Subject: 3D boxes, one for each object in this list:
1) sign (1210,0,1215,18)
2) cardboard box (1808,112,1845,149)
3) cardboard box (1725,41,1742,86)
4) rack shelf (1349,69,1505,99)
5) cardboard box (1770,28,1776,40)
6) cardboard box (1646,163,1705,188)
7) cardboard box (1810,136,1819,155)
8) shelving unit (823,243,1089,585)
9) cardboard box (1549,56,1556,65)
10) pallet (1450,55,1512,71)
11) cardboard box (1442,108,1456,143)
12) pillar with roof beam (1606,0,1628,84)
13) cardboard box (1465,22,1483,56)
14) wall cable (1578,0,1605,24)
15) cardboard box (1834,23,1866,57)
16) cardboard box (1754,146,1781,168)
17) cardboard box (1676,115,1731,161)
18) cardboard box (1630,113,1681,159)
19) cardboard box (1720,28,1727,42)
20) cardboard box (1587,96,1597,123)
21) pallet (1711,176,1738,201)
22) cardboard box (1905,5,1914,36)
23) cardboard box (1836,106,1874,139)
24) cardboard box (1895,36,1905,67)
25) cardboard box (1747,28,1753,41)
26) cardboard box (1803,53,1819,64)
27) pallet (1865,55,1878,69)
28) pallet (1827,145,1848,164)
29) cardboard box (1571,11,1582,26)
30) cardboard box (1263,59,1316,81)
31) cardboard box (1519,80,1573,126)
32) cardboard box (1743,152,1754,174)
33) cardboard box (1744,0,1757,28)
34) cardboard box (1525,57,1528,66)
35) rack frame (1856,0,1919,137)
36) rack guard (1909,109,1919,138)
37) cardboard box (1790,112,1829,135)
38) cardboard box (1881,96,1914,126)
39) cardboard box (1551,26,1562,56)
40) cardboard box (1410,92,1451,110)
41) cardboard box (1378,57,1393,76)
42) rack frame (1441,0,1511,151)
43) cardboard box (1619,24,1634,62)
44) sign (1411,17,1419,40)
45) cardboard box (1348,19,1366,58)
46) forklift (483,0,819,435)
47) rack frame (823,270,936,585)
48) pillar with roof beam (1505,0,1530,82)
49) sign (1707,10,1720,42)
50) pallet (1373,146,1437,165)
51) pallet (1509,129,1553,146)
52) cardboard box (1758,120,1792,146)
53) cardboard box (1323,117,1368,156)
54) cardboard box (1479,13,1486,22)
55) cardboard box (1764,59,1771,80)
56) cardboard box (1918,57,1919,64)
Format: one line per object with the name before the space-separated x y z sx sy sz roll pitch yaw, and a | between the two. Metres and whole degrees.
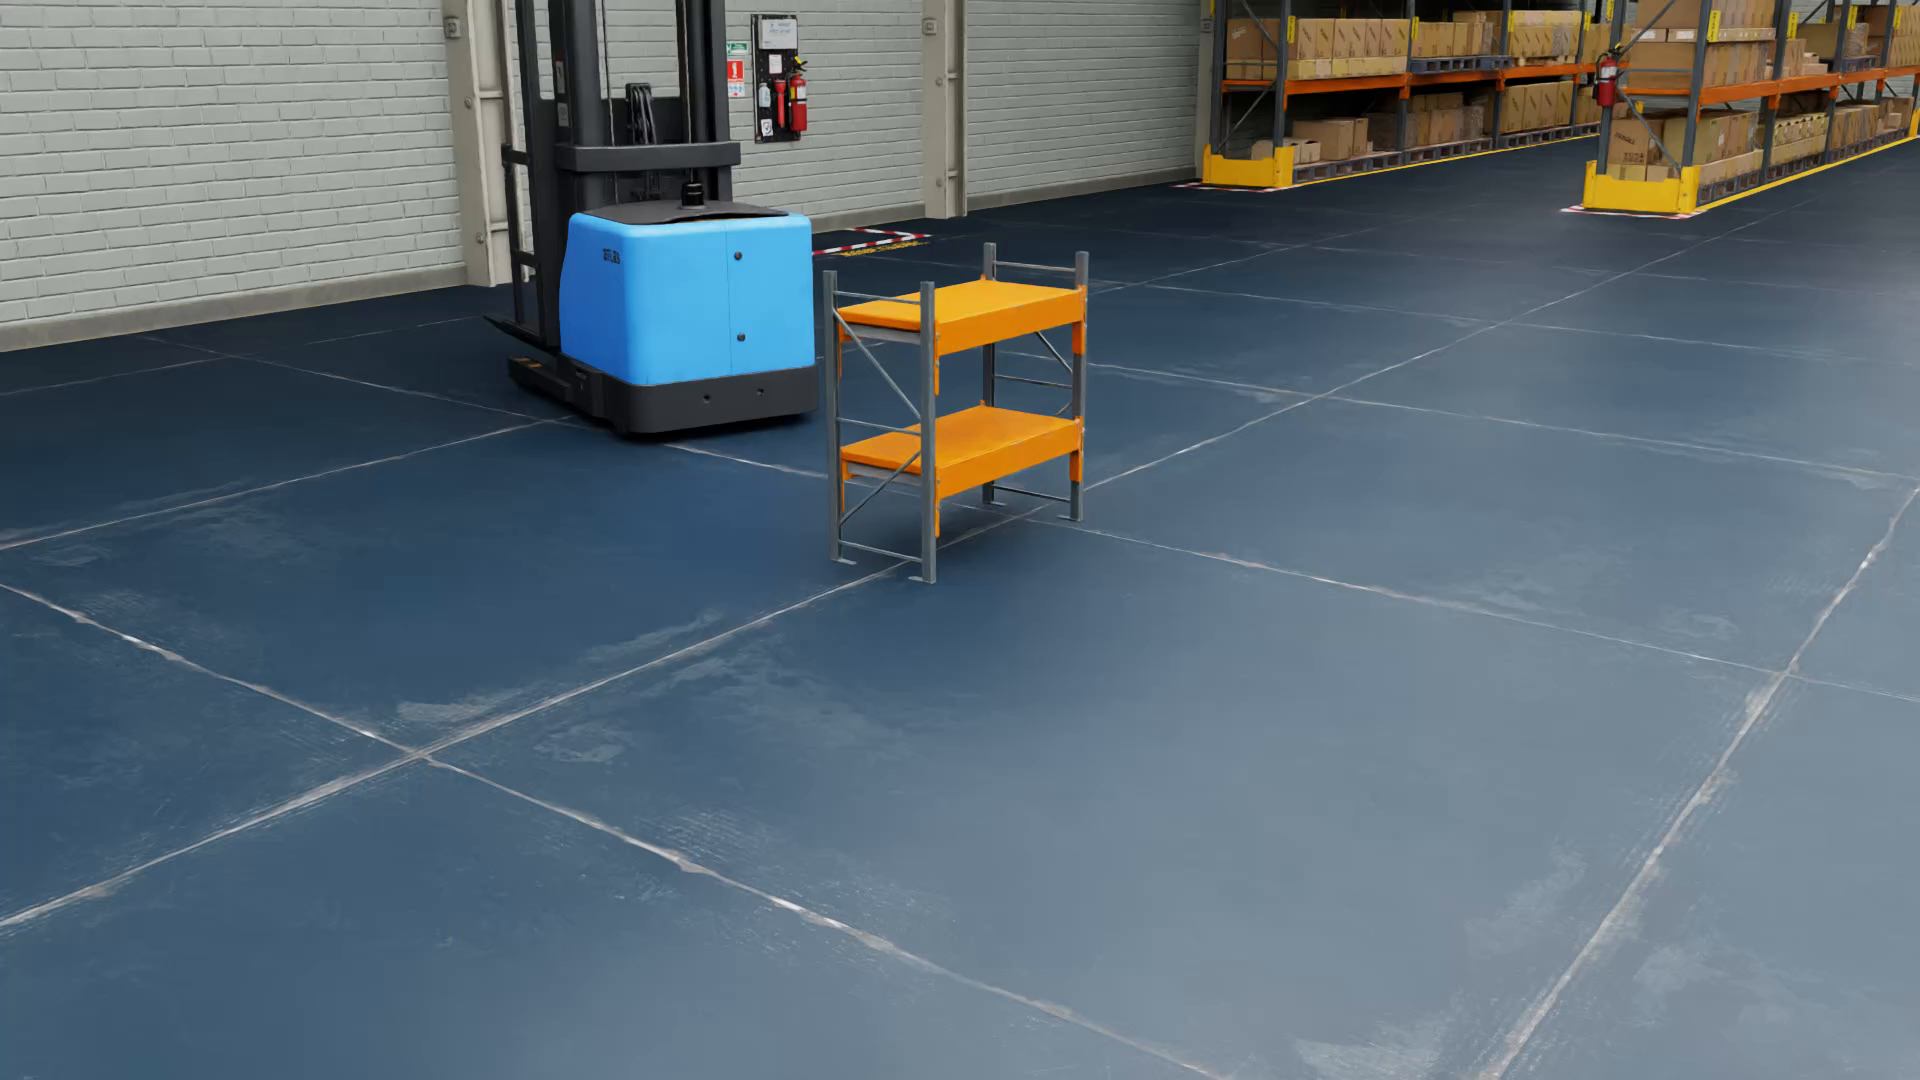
sign | 3.257 -6.860 21.291 0.100 0.325 0.005 12 21 35
cardboard box | 12.938 -6.158 24.990 0.500 0.500 0.500 14 22 37
cardboard box | 8.880 -5.705 19.887 0.700 0.500 0.500 13 22 36
rack shelf | 7.265 -7.139 25.887 1.077 0.370 4.000 12 21 35
cardboard box | 10.064 -6.386 20.989 0.380 0.149 0.250 12 21 35
cardboard box | 8.169 -4.155 18.993 0.500 0.250 0.500 12 21 35
cardboard box | 12.016 -5.680 23.904 0.500 0.250 0.500 12 21 34
shelving unit | 0.004 -0.539 6.582 0.538 1.125 1.048 12 21 35
cardboard box | 10.235 -8.433 29.230 0.380 0.149 0.250 12 21 35
pallet | 8.118 -7.678 26.735 1.213 0.211 1.003 12 21 35
cardboard box | 7.396 -6.569 26.312 0.700 0.500 0.500 12 21 34
pillar with roof beam | 17.595 -12.764 32.674 9.100 9.000 0.400 12 21 35
cardboard box | 7.874 -7.965 26.424 0.700 0.500 0.500 10 20 30
wall cable | 13.227 -10.821 34.820 0.084 1.984 1.851 12 21 35
cardboard box | 13.421 -7.686 25.561 0.500 0.500 0.700 -15 23 -40
cardboard box | 10.494 -5.071 21.944 0.500 0.250 0.500 12 21 33
cardboard box | 8.753 -4.754 19.657 0.500 0.500 0.500 12 21 35
cardboard box | 8.336 -4.845 19.953 0.500 0.500 0.500 12 21 35
cardboard box | 8.535 -5.774 19.017 0.380 0.149 0.250 12 21 34
cardboard box | 11.670 -8.197 31.589 0.700 0.500 0.500 12 21 34
pallet | 8.820 -4.326 20.318 1.003 0.211 1.213 12 21 35
cardboard box | 15.941 -8.870 28.394 0.500 0.500 0.500 12 21 33
cardboard box | 14.456 -6.769 26.956 0.500 0.500 0.500 13 21 35
cardboard box | 15.646 -8.280 28.182 0.500 0.500 0.500 13 21 36
cardboard box | 9.307 -6.084 20.016 0.380 0.149 0.250 13 22 36
cardboard box | 12.186 -6.963 24.257 0.500 0.311 0.500 14 22 38
pallet | 14.257 -7.774 27.044 1.003 0.211 1.213 12 21 35
pallet | 12.913 -5.924 25.463 1.003 0.211 1.213 12 21 35
cardboard box | 10.768 -9.312 29.705 0.500 0.250 0.500 13 22 36
cardboard box | 4.236 -6.051 21.391 0.500 0.250 0.500 12 21 33
cardboard box | 10.558 -7.907 30.066 0.750 0.750 0.750 13 21 35
cardboard box | 9.648 -4.752 20.918 0.500 0.250 0.500 12 21 35
cardboard box | 9.196 -6.452 20.107 0.700 0.500 0.500 12 21 35
cardboard box | 9.421 -8.138 28.280 0.380 0.149 0.250 13 21 36
rack frame | 17.204 -8.990 30.634 1.000 3.000 0.127 12 21 35
rack guard | 17.159 -7.778 30.947 1.175 0.500 0.348 12 21 35
cardboard box | 12.323 -6.071 24.219 0.500 0.311 0.500 13 22 36
cardboard box | 17.078 -7.833 30.382 0.500 0.500 0.500 12 21 35
cardboard box | 10.166 -8.715 29.045 0.500 0.500 0.500 12 21 35
cardboard box | 7.378 -6.904 26.128 0.500 0.250 0.500 12 21 34
cardboard box | 5.731 -6.660 23.352 0.500 0.250 0.500 13 21 35
rack frame | 8.457 -7.959 27.314 1.000 3.000 0.127 12 21 35
cardboard box | 12.503 -9.709 32.444 0.980 0.700 0.700 12 21 34
sign | 6.514 -7.325 23.815 0.100 0.325 0.005 12 21 35
cardboard box | 5.130 -6.773 22.450 0.500 0.500 0.500 13 22 36
forklift | -1.956 -2.307 9.230 1.130 2.935 3.031 -11 20 -31
rack frame | -0.299 -0.418 6.192 0.500 1.125 0.032 12 21 35
pillar with roof beam | 14.020 -11.335 28.072 9.100 9.000 0.400 12 21 35
sign | 8.113 -5.531 17.902 0.100 0.325 0.005 12 21 35
pallet | 6.536 -5.860 25.258 1.003 0.211 1.213 12 21 35
pallet | 9.715 -7.091 29.221 1.003 0.211 1.213 12 21 35
cardboard box | 10.803 -5.459 22.249 0.500 0.311 0.500 12 21 34
cardboard box | 5.487 -5.768 23.733 0.500 0.500 0.500 11 20 31
cardboard box | 8.276 -8.439 26.856 0.380 0.149 0.250 9 20 28
cardboard box | 10.313 -6.185 21.855 0.500 0.250 0.500 14 22 38
cardboard box | 17.156 -8.883 30.121 0.500 0.500 0.500 13 22 36
